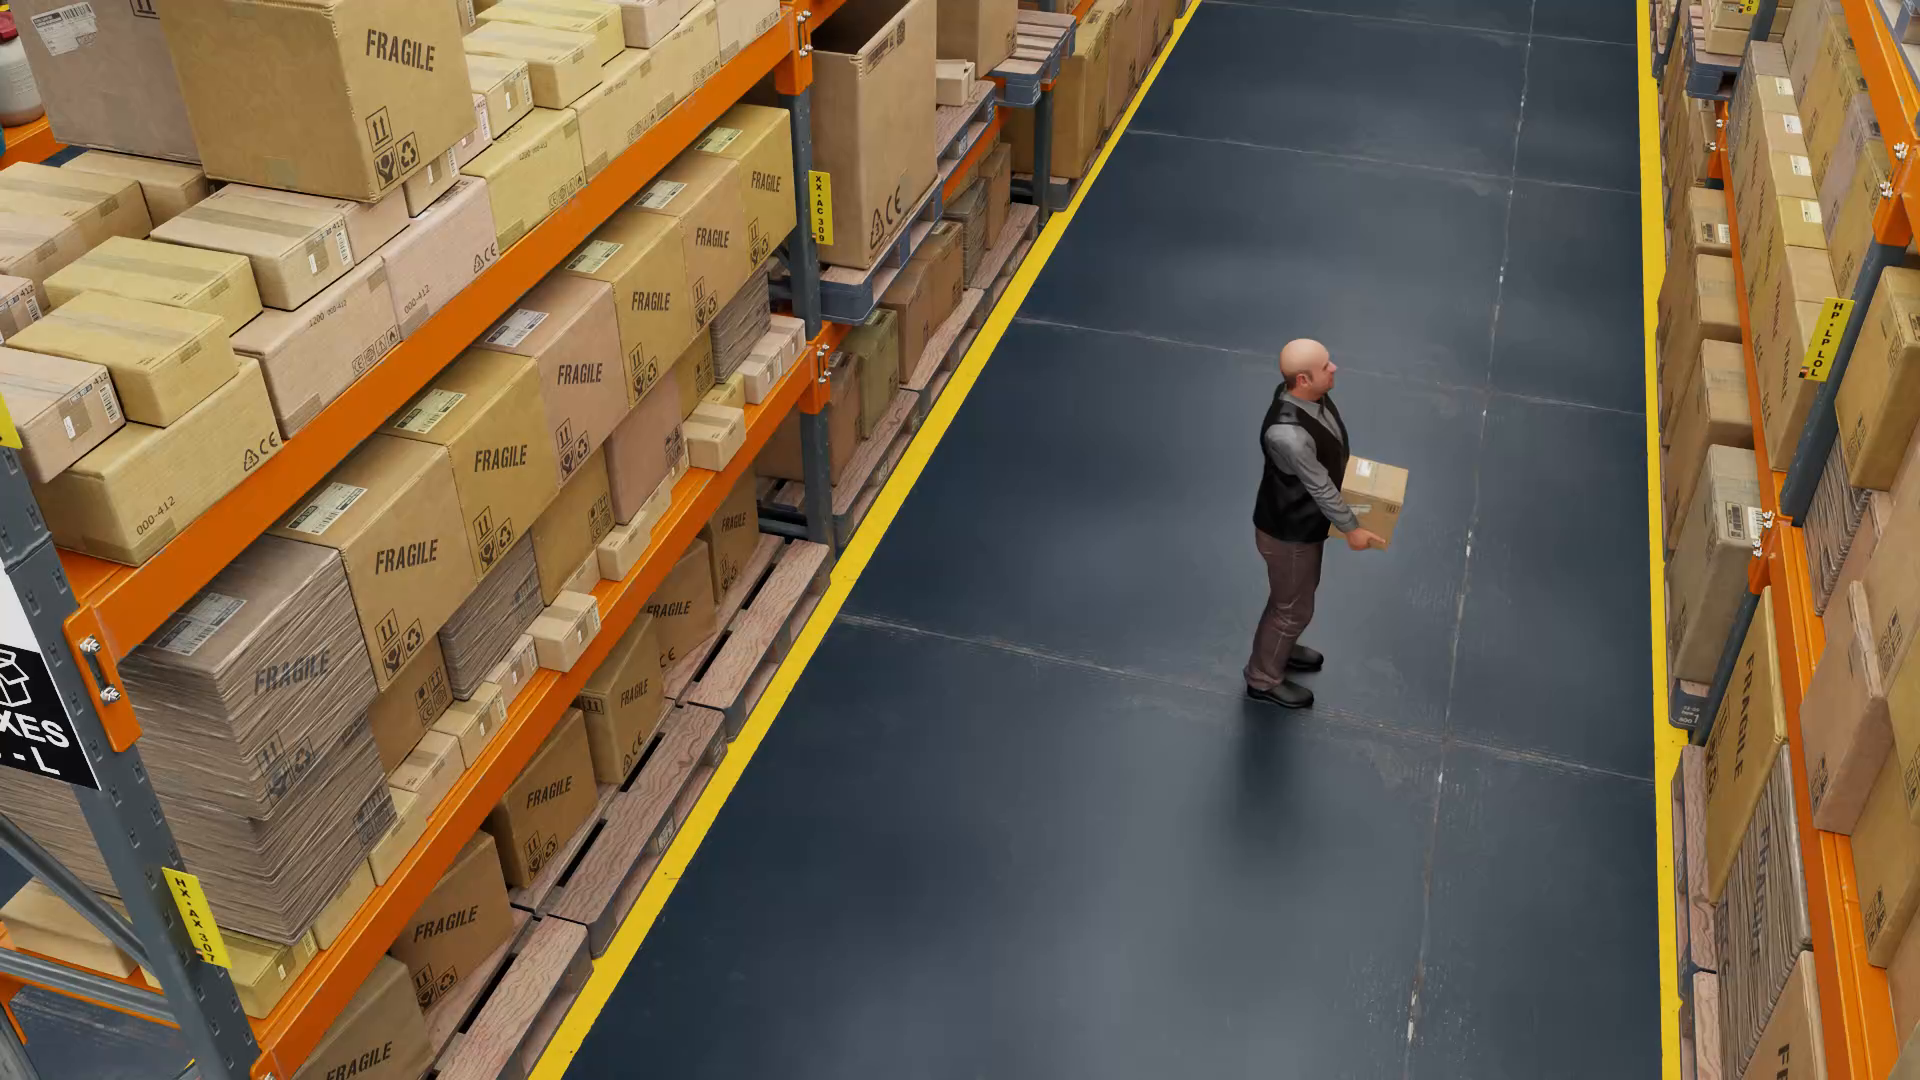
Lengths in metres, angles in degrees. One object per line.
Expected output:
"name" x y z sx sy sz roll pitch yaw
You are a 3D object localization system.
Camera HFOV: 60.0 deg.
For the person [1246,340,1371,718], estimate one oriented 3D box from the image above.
"person" 1.421 -0.084 7.024 0.412 1.720 0.585 10 38 13
